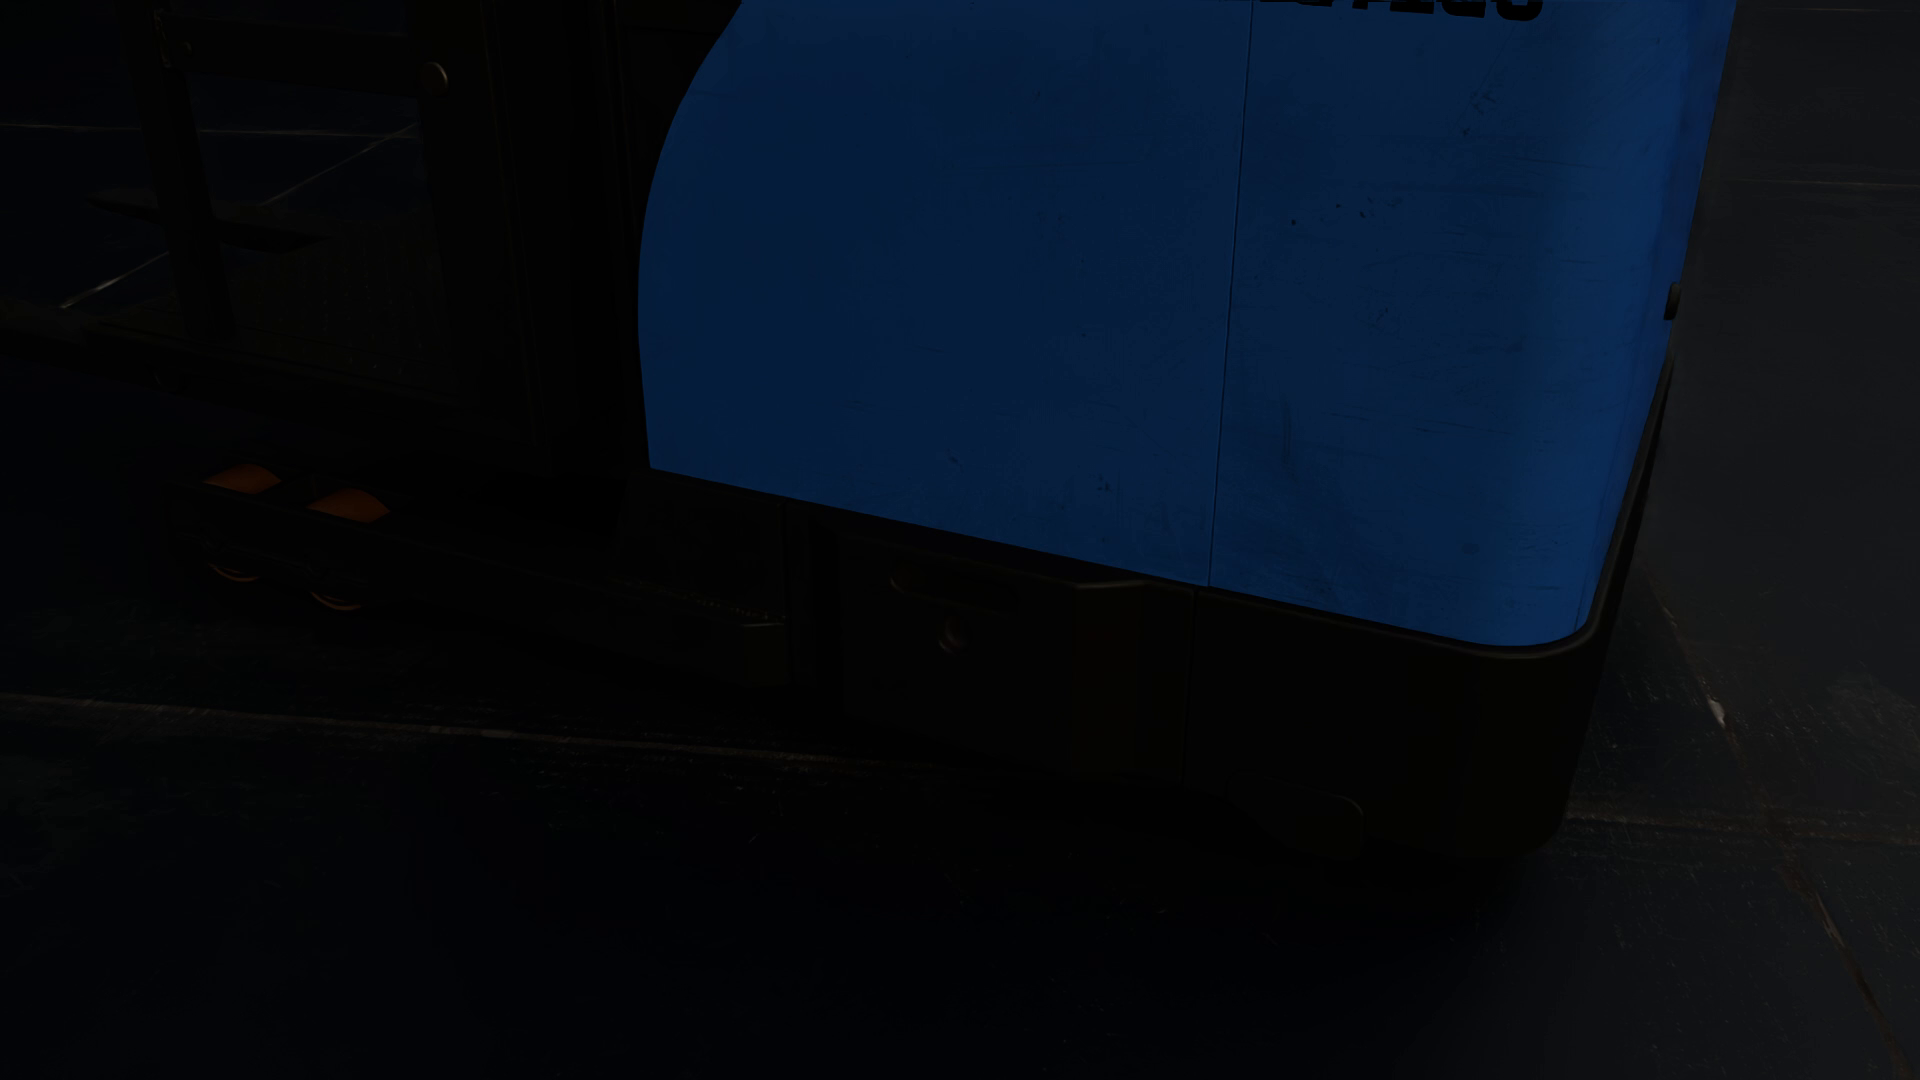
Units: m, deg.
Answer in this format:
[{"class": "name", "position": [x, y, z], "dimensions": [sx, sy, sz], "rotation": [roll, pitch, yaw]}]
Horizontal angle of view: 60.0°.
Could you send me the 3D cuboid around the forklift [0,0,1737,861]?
[{"class": "forklift", "position": [-0.554, -1.411, 2.045], "dimensions": [3.031, 2.935, 1.130], "rotation": [12, 29, 23]}]
